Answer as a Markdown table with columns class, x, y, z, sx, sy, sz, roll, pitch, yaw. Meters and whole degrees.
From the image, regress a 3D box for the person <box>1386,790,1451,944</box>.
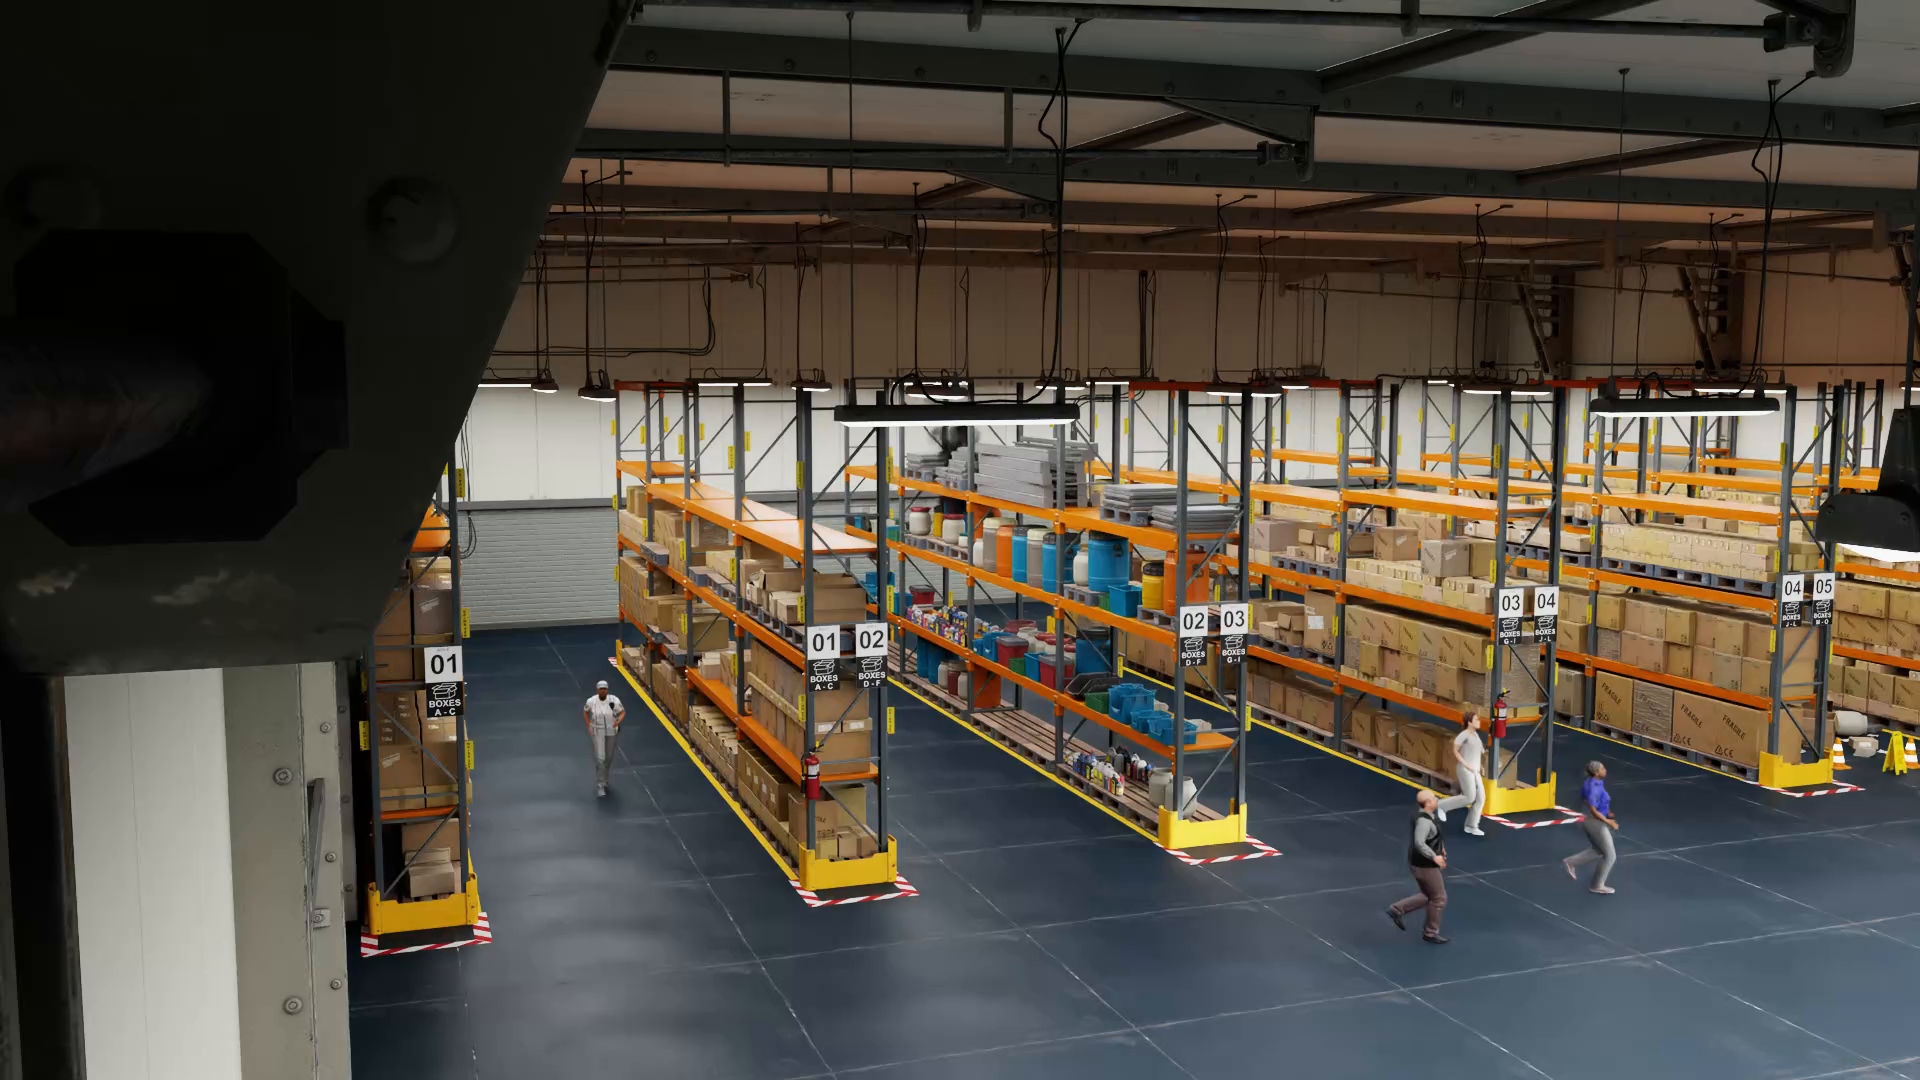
| class | x | y | z | sx | sy | sz | roll | pitch | yaw |
| --- | --- | --- | --- | --- | --- | --- | --- | --- | --- |
| person | 5.047 | 3.569 | 18.210 | 0.687 | 1.704 | 0.670 | 1 | 6 | 6 |

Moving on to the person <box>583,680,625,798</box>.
| class | x | y | z | sx | sy | sz | roll | pitch | yaw |
| --- | --- | --- | --- | --- | --- | --- | --- | --- | --- |
| person | -5.272 | 2.901 | 24.685 | 0.601 | 1.705 | 0.815 | -2 | 6 | -21 |

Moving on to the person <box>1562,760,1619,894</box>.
| class | x | y | z | sx | sy | sz | roll | pitch | yaw |
| --- | --- | --- | --- | --- | --- | --- | --- | --- | --- |
| person | 7.575 | 3.433 | 19.938 | 0.593 | 1.610 | 0.616 | 1 | 6 | 10 |

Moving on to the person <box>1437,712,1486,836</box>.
| class | x | y | z | sx | sy | sz | roll | pitch | yaw |
| --- | --- | --- | --- | --- | --- | --- | --- | --- | --- |
| person | 6.925 | 3.138 | 22.633 | 0.738 | 1.607 | 0.614 | 6 | 8 | 44 |
